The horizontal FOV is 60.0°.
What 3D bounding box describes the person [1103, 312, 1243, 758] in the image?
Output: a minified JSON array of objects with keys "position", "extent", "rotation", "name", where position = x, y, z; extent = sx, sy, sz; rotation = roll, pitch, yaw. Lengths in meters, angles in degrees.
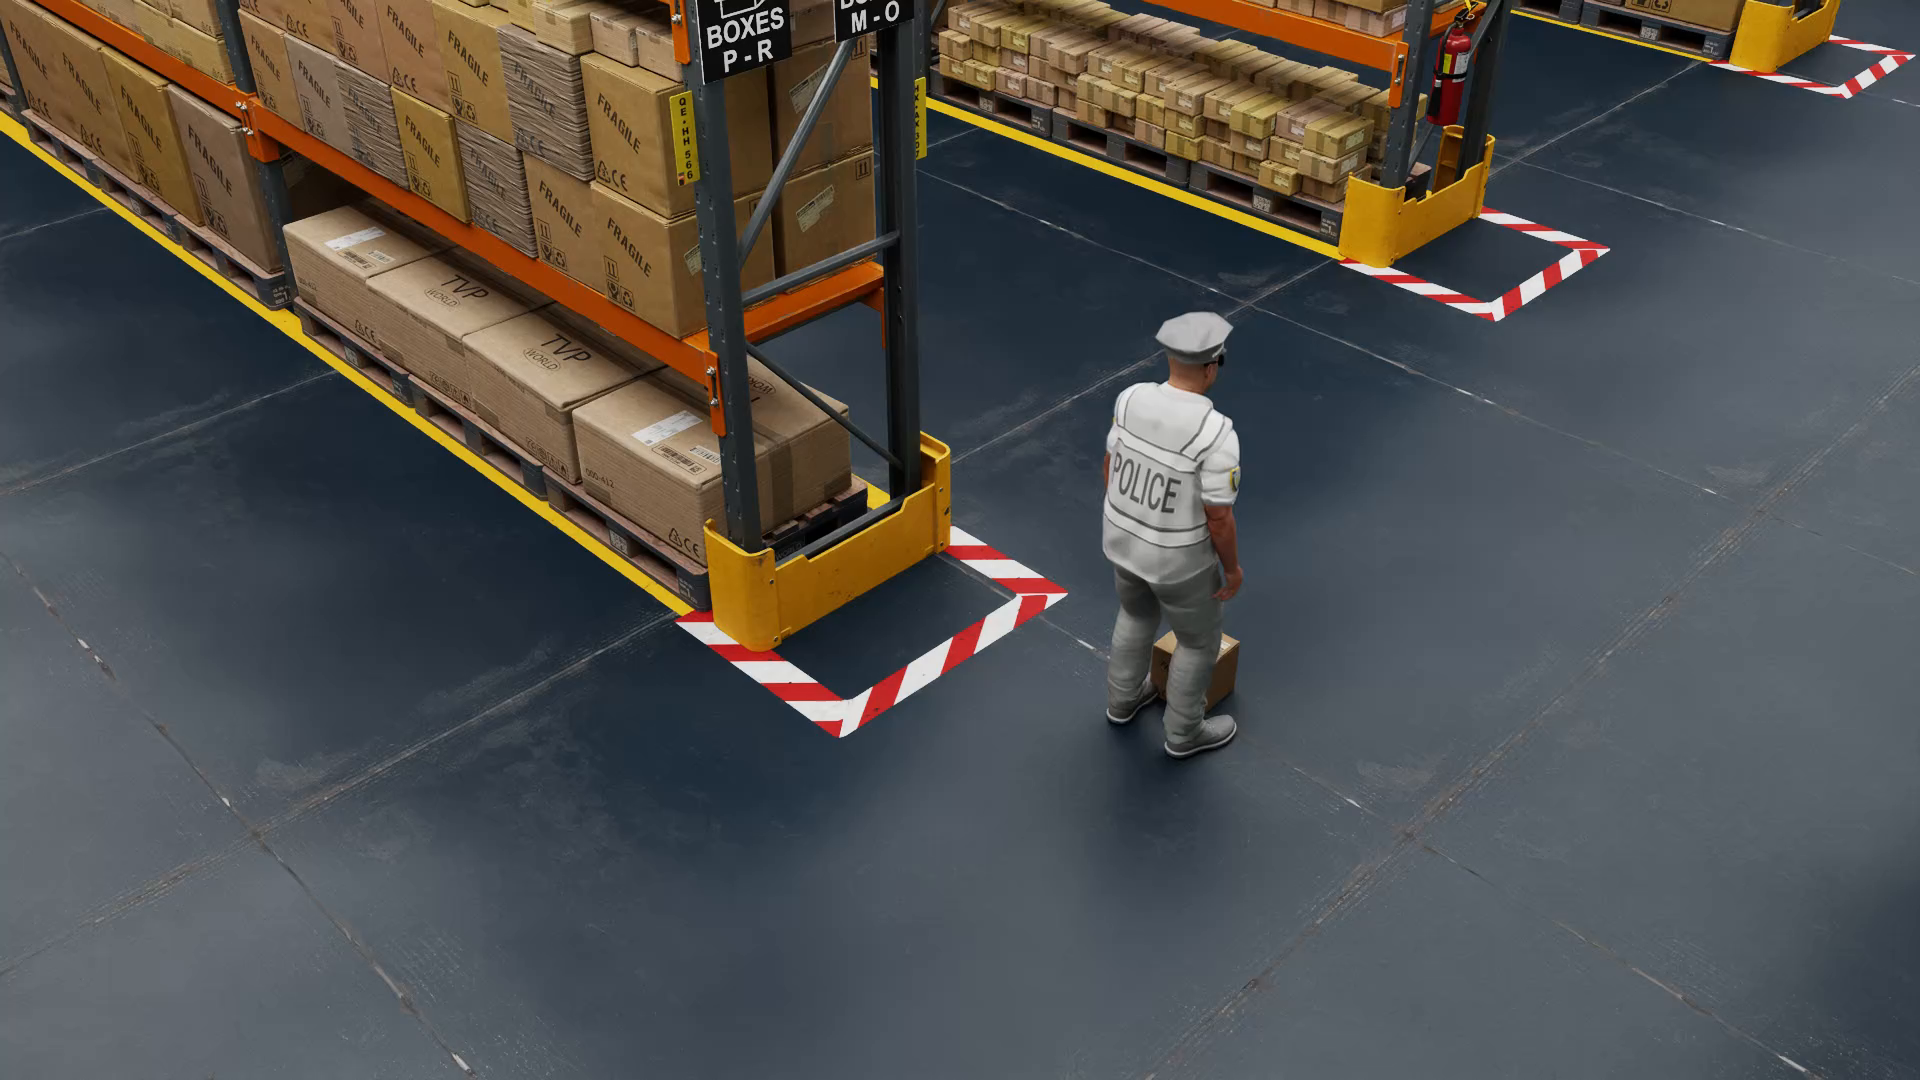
[{"position":[0.765,0.019,6.113],"extent":[0.436,1.746,0.587],"rotation":[-30,45,-35],"name":"person"}]
